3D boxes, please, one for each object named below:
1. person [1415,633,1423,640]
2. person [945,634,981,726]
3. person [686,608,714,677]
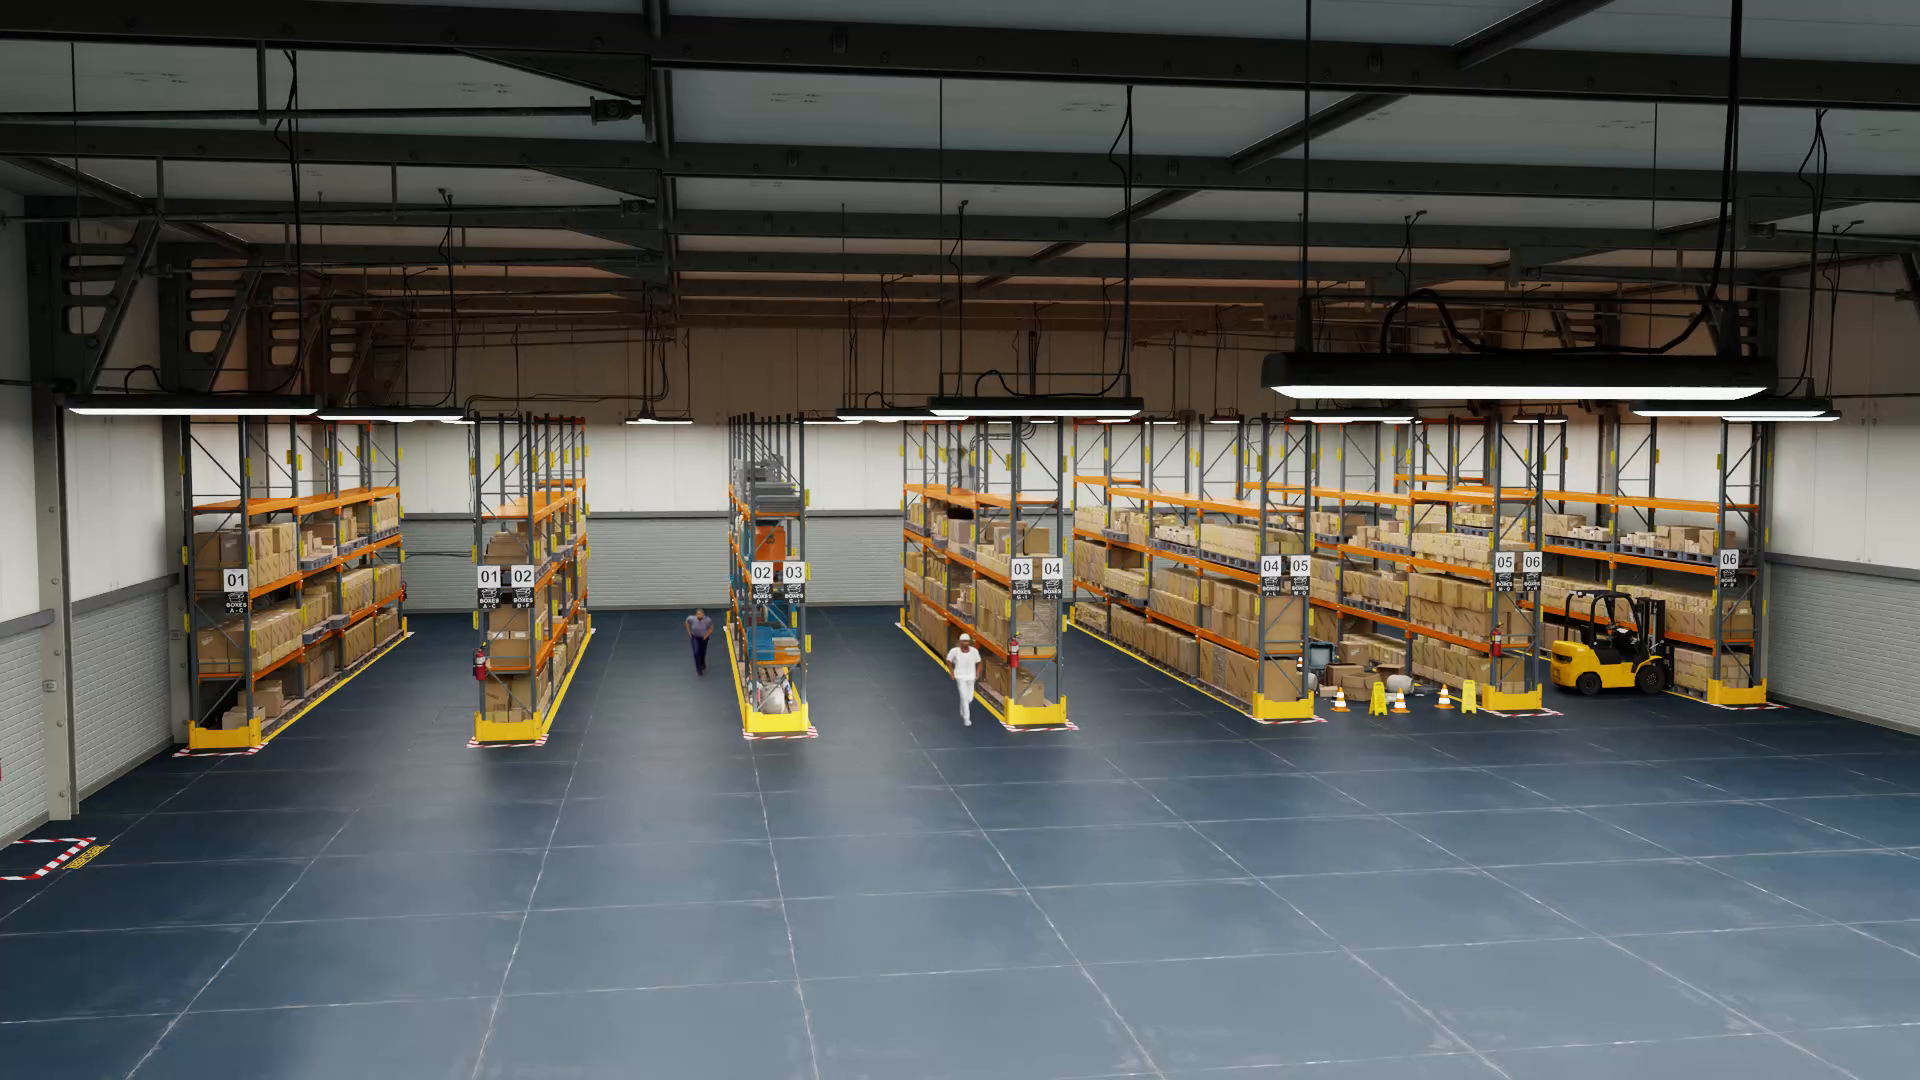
[{"bbox_3d":[11.512,2.080,41.009,0.714,1.779,1.114,-1,4,-14],"label":"person"},{"bbox_3d":[0.077,2.671,32.212,0.684,1.750,0.861,-1,4,-16],"label":"person"},{"bbox_3d":[-6.015,2.349,38.491,0.642,1.612,0.976,0,4,-4],"label":"person"}]
